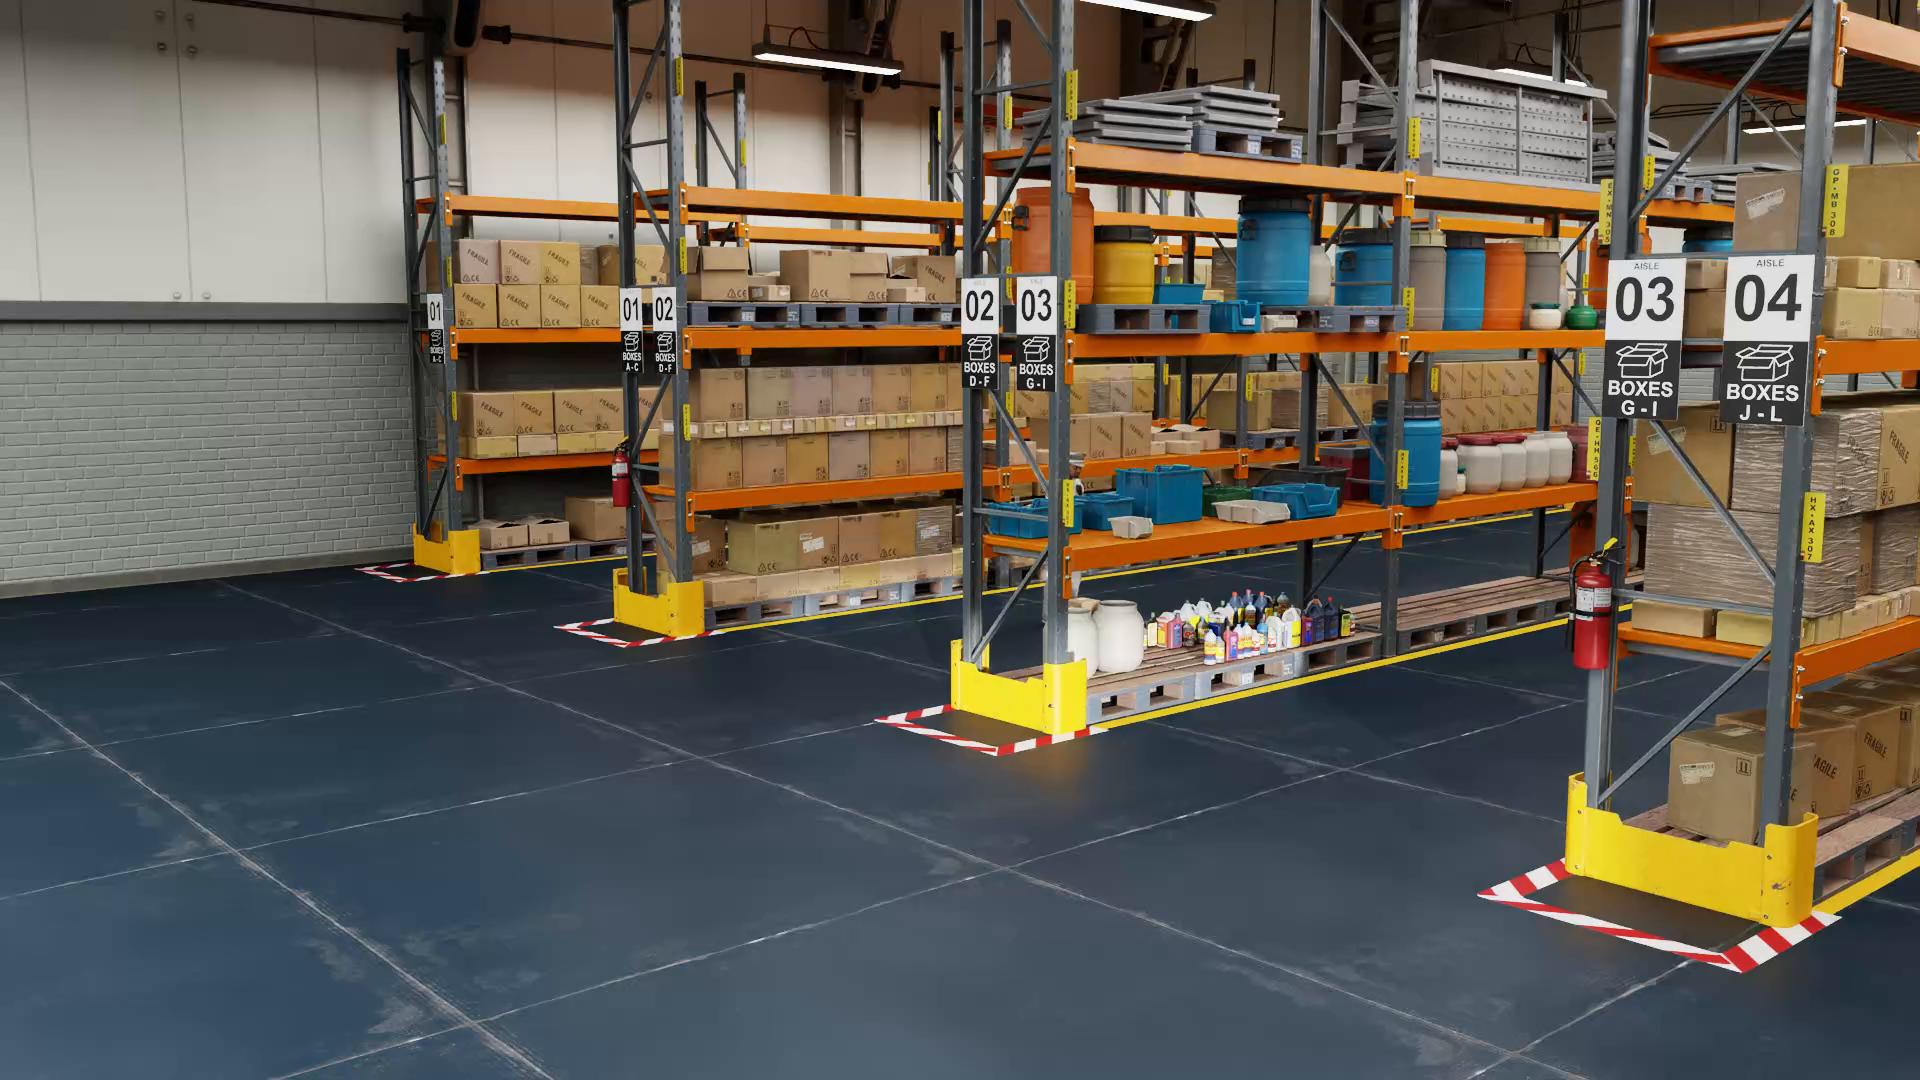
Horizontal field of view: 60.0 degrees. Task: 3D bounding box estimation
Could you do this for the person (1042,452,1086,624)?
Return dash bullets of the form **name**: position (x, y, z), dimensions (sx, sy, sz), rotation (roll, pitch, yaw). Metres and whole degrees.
- **person**: position (1.004, -0.019, 15.944), dimensions (0.514, 1.657, 0.400), rotation (-7, 10, -41)
